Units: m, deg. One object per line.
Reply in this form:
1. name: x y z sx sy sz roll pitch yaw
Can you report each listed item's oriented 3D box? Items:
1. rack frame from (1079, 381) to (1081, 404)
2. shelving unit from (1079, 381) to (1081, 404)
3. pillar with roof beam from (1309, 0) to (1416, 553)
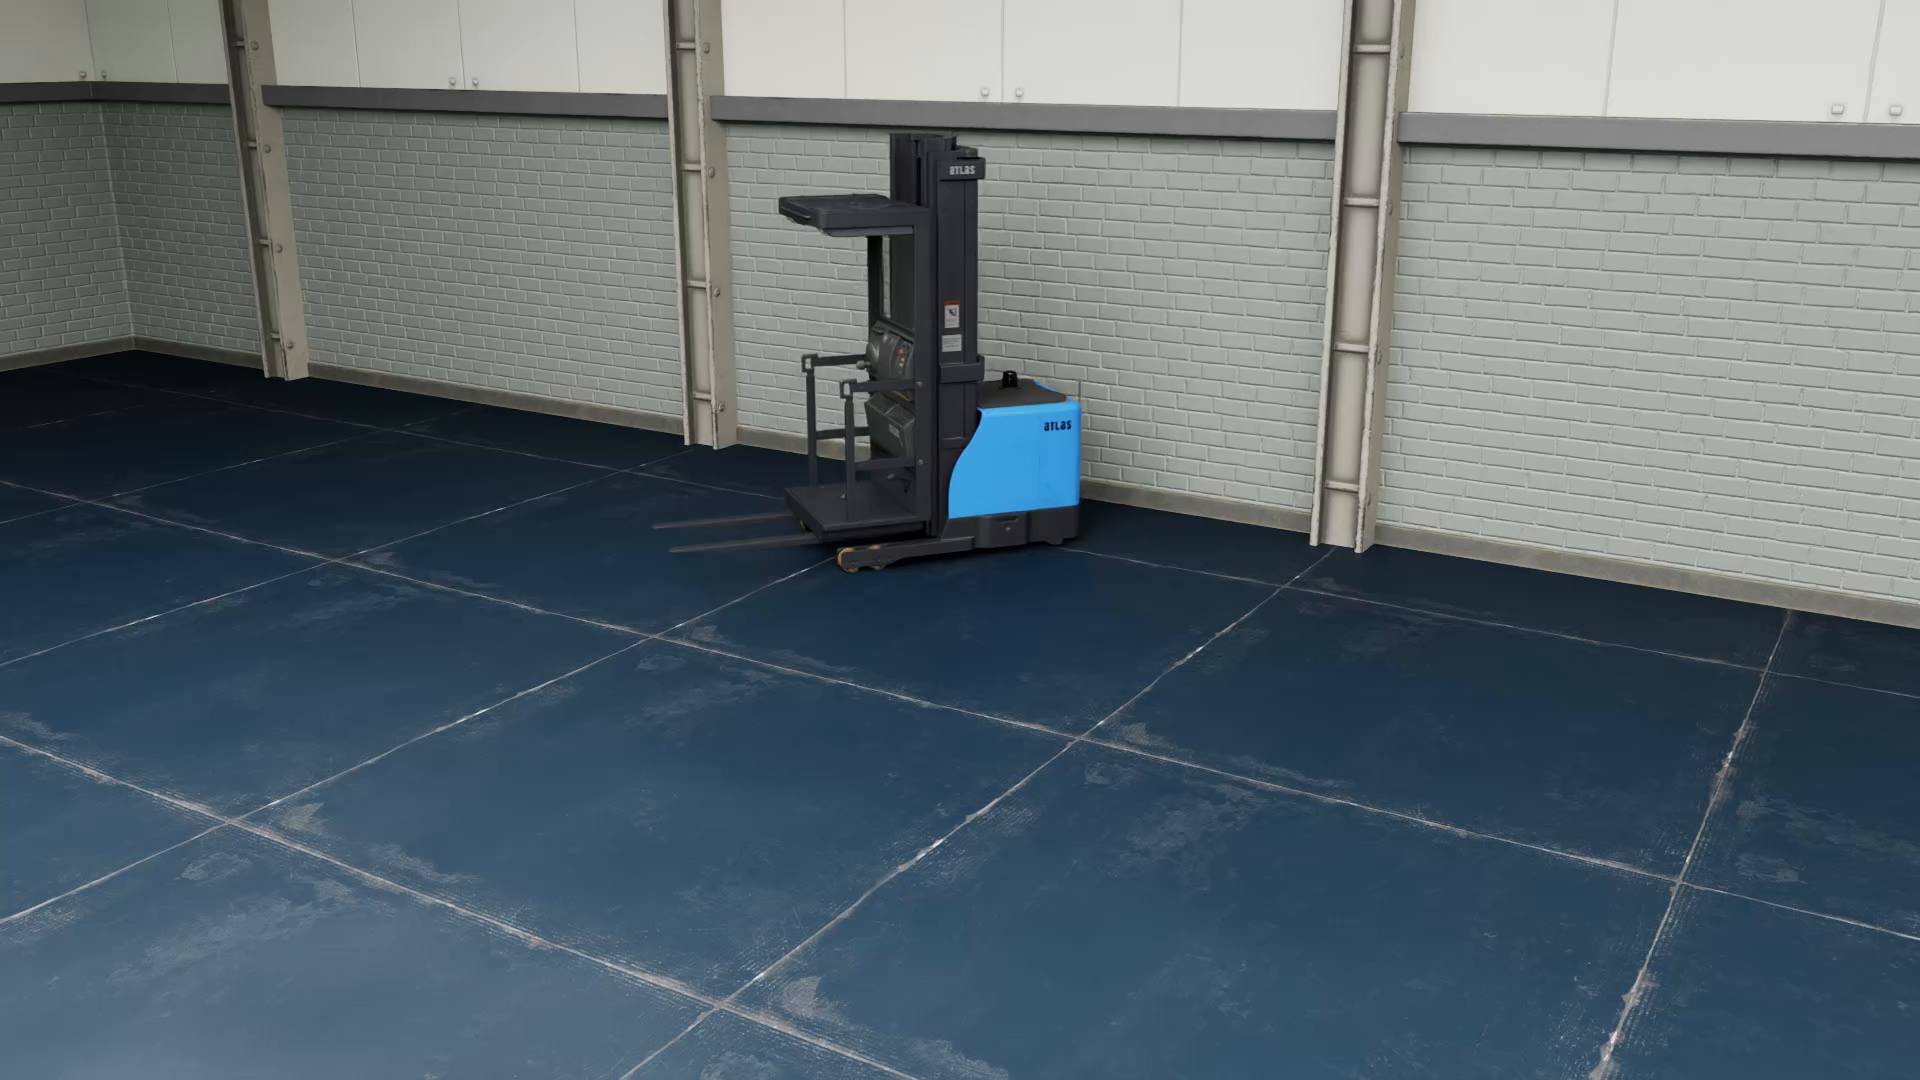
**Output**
1. rack frame: 0.919 -0.695 12.863 0.008 1.050 0.200 1 17 2
2. shelving unit: 0.798 -0.697 12.868 0.249 1.050 0.215 1 17 2
3. pillar with roof beam: 0.574 -3.214 7.479 0.400 9.000 9.100 10 20 30
